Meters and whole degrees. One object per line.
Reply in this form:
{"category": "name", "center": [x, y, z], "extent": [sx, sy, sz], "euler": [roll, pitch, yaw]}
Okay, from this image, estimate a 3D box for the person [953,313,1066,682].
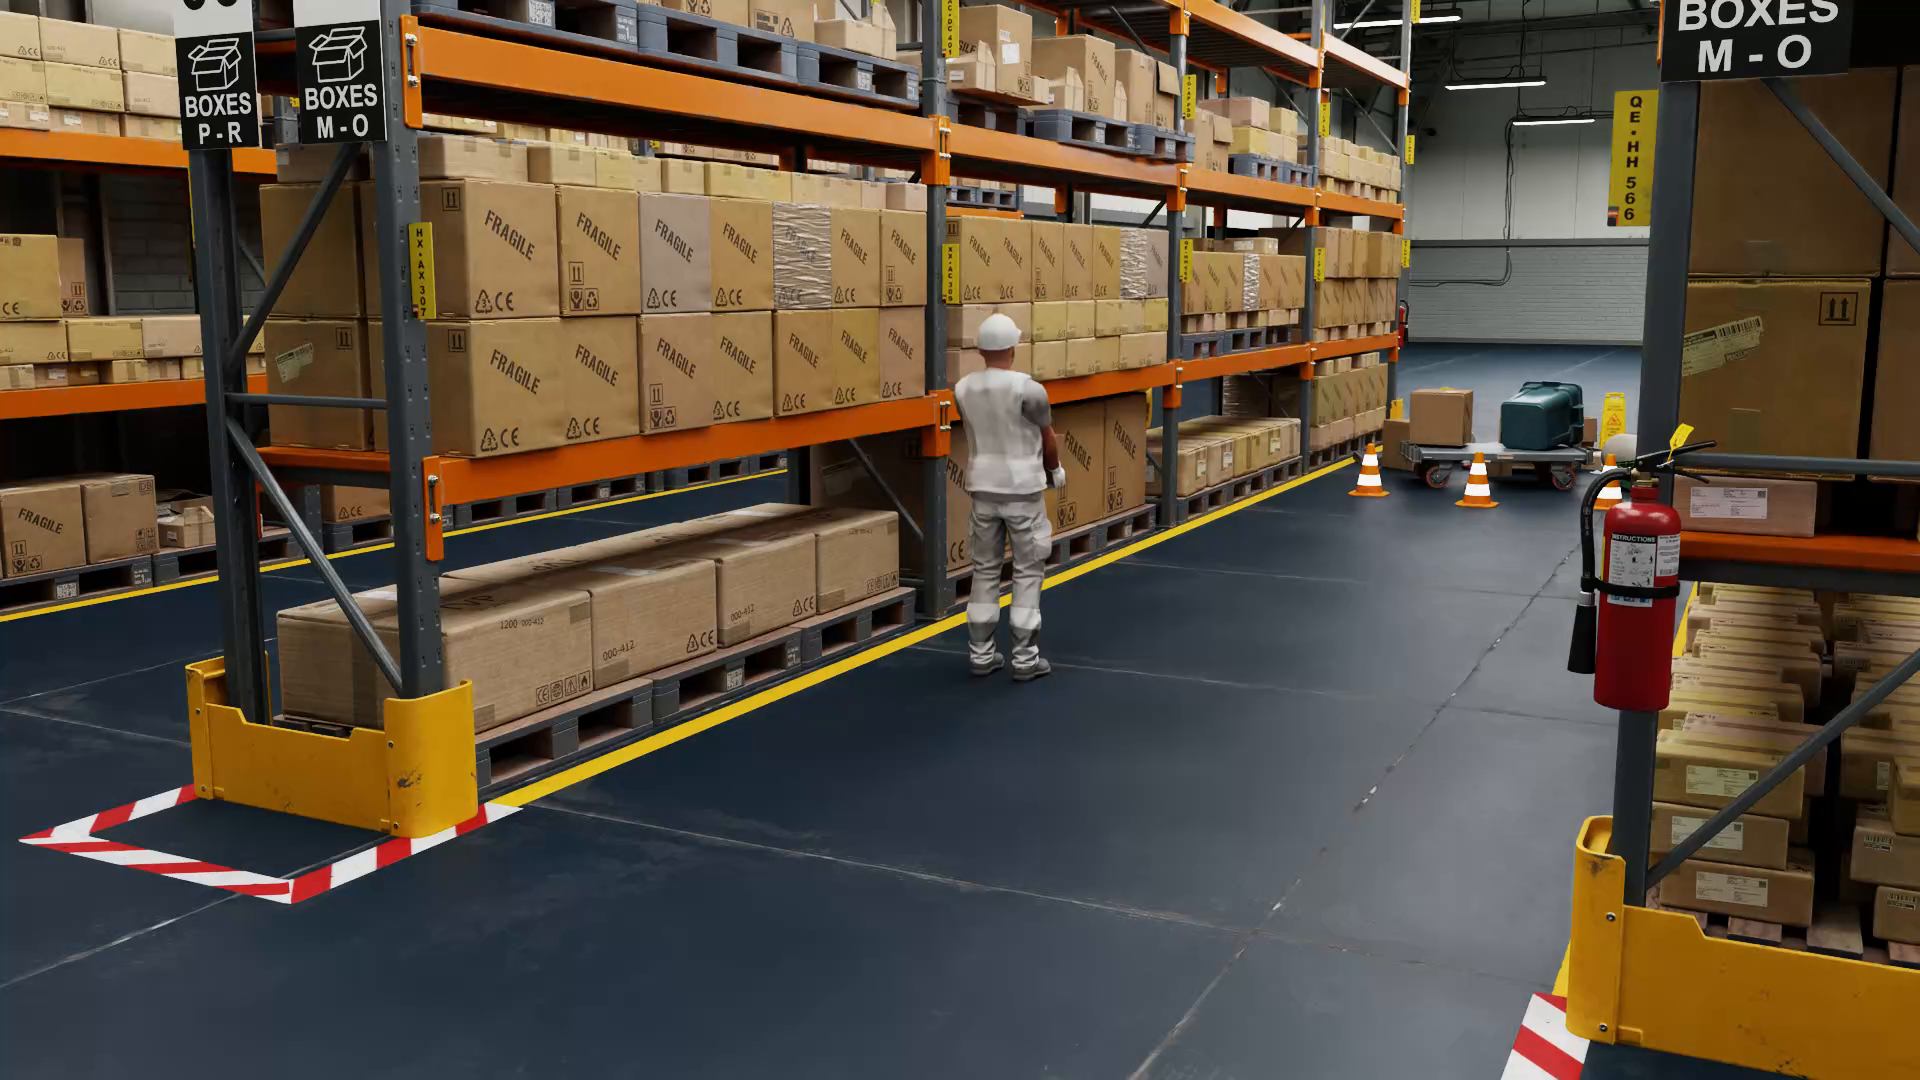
{"category": "person", "center": [0.261, -0.224, 8.227], "extent": [0.494, 1.783, 0.559], "euler": [5, 10, 27]}
